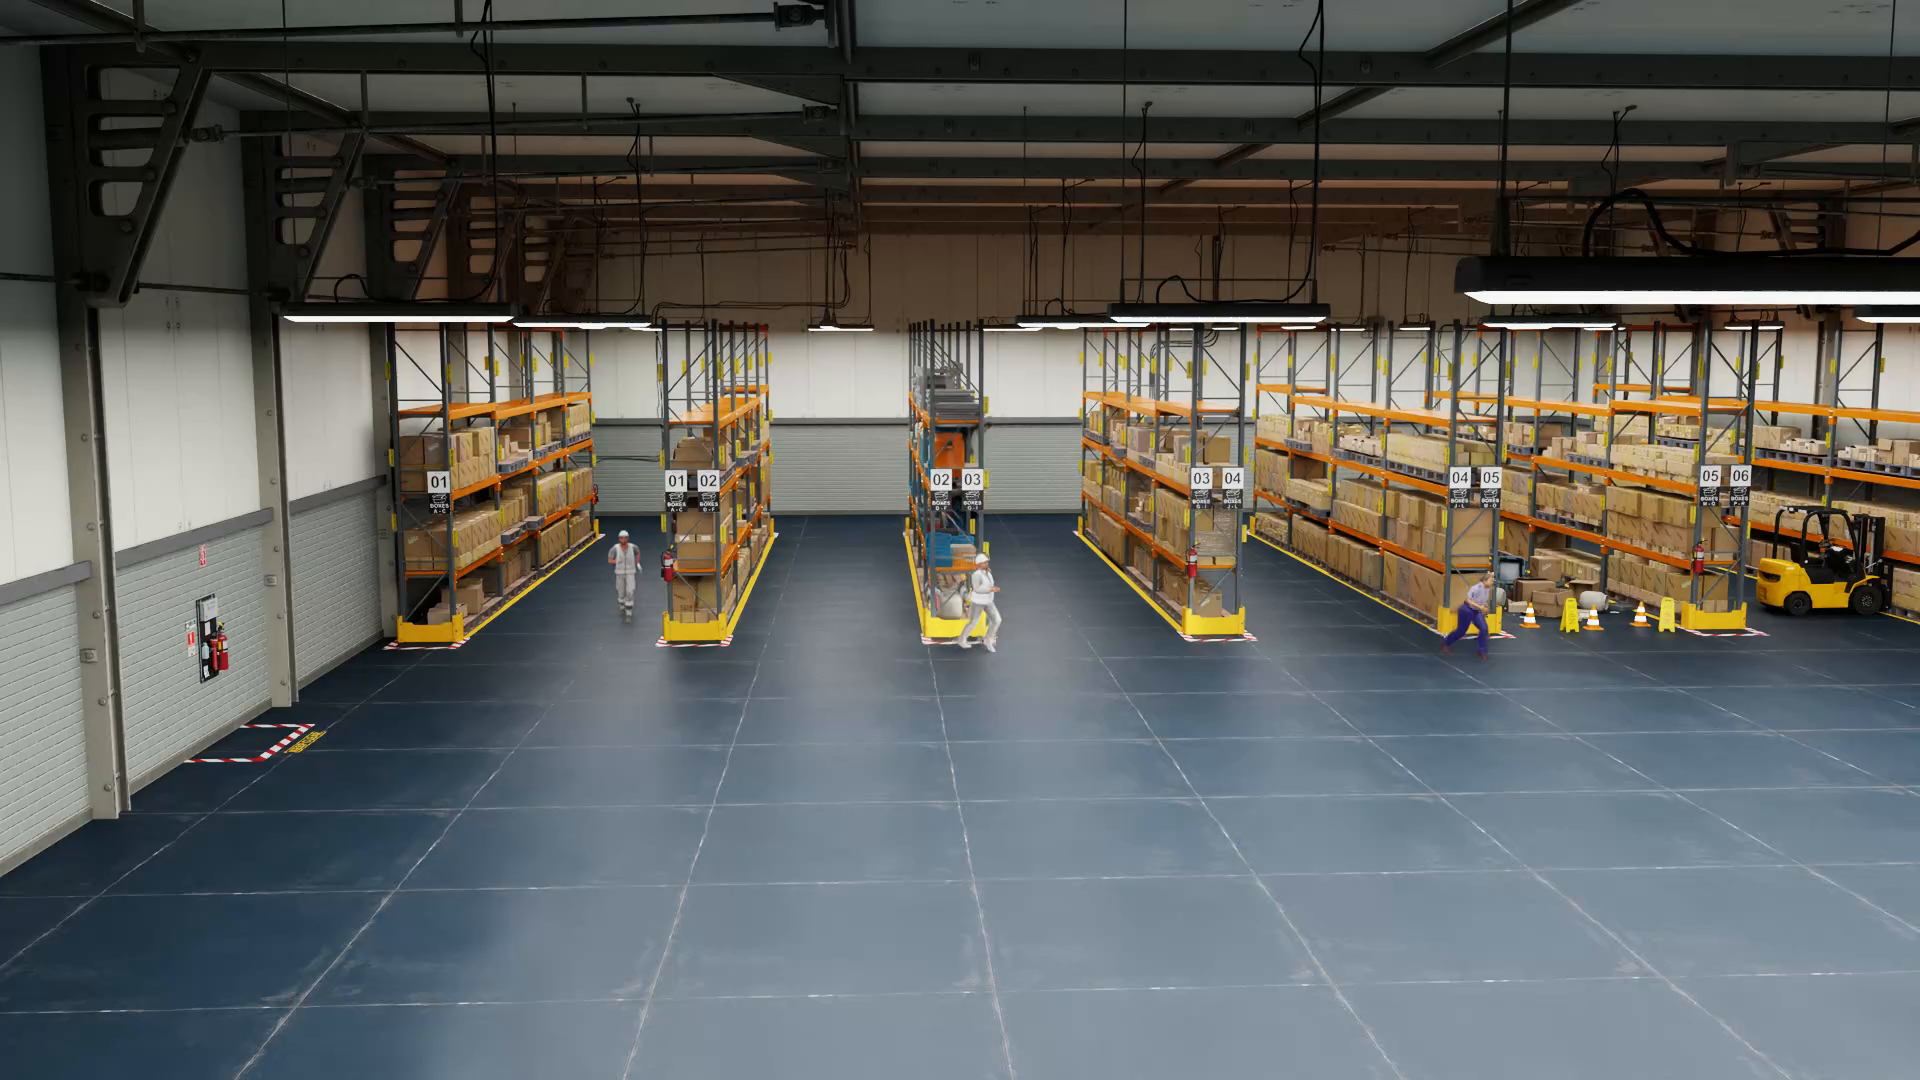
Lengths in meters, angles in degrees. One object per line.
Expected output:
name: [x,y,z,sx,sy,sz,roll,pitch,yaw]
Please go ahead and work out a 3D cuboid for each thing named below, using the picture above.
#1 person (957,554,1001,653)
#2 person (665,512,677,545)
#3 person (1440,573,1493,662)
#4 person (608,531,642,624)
person: [0.388,1.145,30.041,0.879,1.807,0.657,5,9,35]
person: [-7.194,-0.375,42.706,0.704,1.714,0.799,0,7,-2]
person: [8.977,1.354,29.452,0.962,1.598,0.648,7,10,43]
person: [-6.704,0.708,33.280,0.652,1.825,0.905,-1,7,-11]
